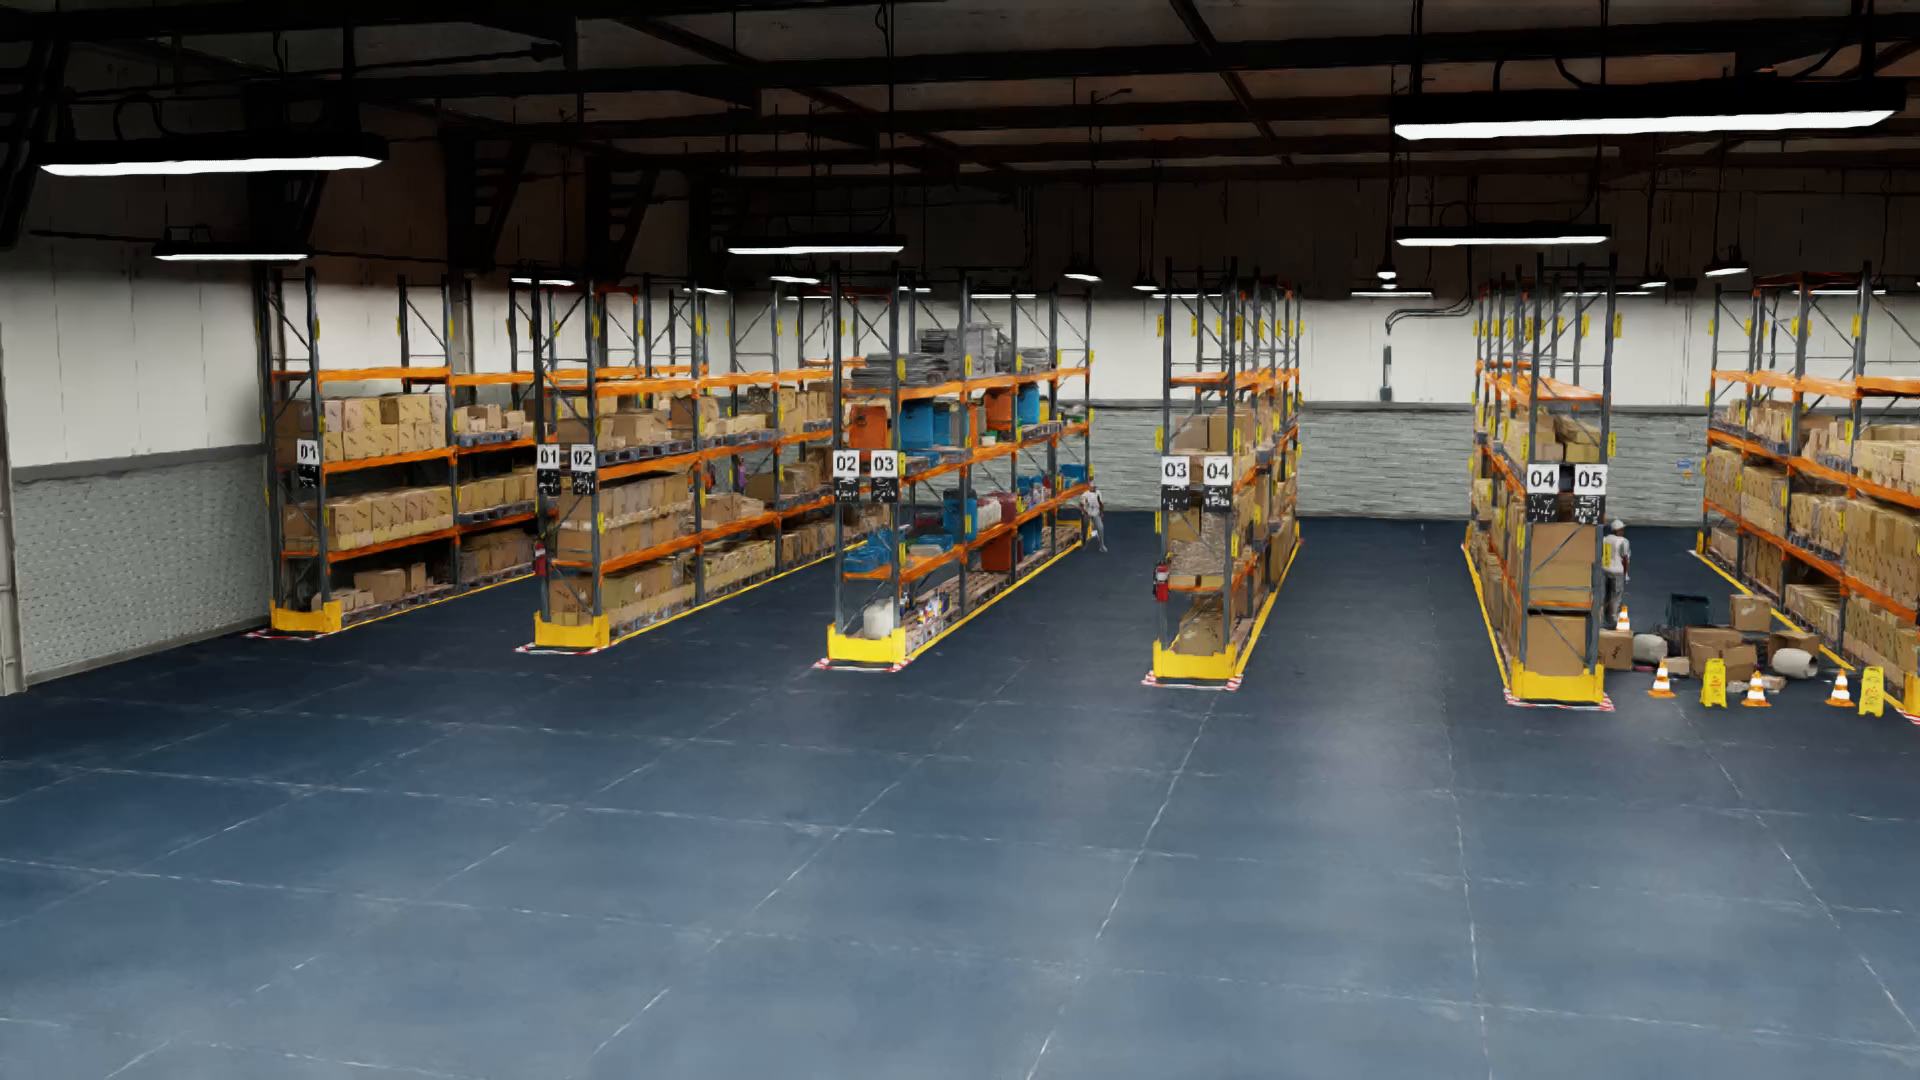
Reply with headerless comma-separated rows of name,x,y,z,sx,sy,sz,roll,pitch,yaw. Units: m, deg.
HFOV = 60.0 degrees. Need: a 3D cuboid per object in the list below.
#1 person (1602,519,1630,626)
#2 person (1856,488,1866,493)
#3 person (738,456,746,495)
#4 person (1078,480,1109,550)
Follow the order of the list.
person,11.140,0.534,28.164,0.457,1.783,0.618,-2,8,-15
person,20.787,-0.650,38.408,0.639,1.587,0.443,-1,7,-12
person,-5.988,-1.447,44.568,0.421,1.590,0.562,6,10,41
person,3.006,-0.571,37.633,0.627,1.613,0.794,-1,7,-4
